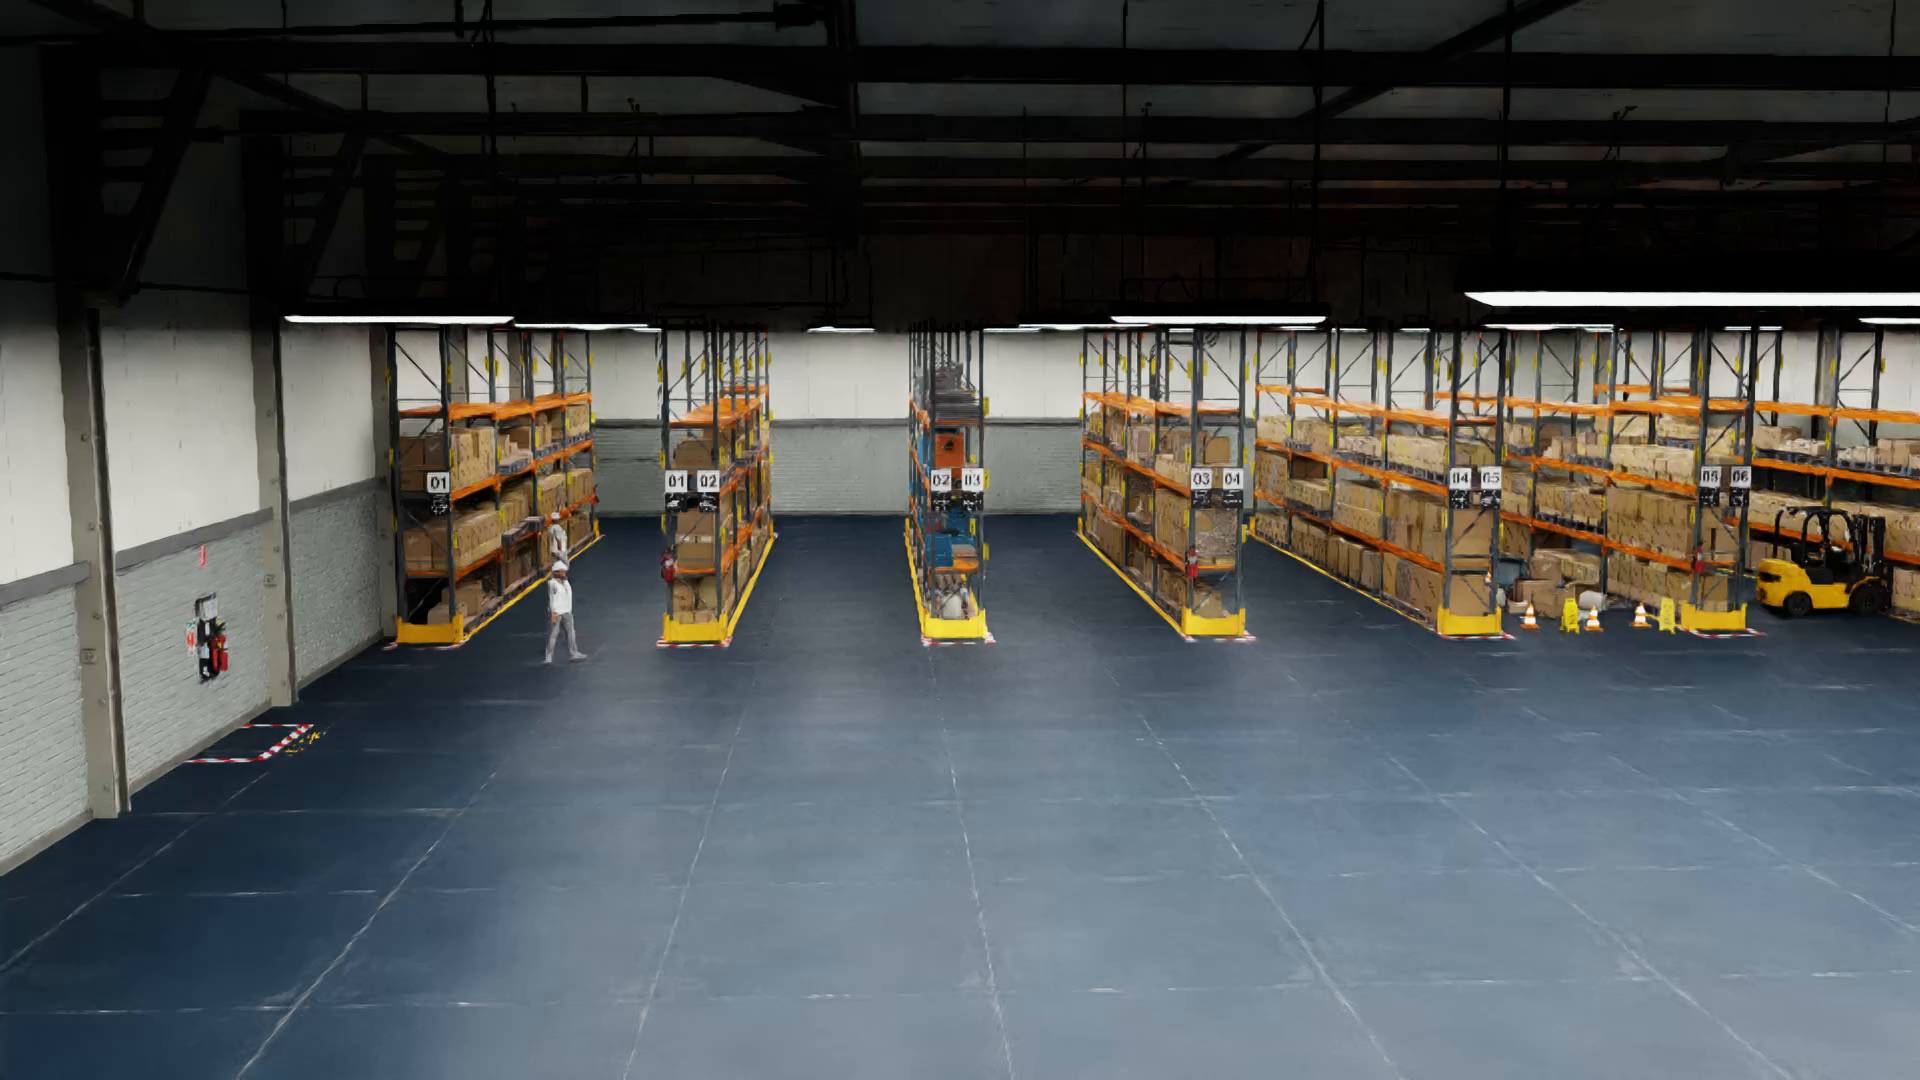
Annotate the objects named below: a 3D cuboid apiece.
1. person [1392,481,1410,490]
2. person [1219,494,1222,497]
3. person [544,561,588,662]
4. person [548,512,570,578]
[{"bbox_3d":[13.887,-1.616,52.366,0.611,1.766,0.632,4,8,32],"label":"person"},{"bbox_3d":[7.931,-1.191,49.643,0.552,1.581,0.463,-5,9,-34],"label":"person"},{"bbox_3d":[-6.973,1.241,29.132,0.528,1.766,0.719,4,8,29],"label":"person"},{"bbox_3d":[-8.976,0.265,37.052,0.447,1.780,0.597,-4,8,-31],"label":"person"}]
